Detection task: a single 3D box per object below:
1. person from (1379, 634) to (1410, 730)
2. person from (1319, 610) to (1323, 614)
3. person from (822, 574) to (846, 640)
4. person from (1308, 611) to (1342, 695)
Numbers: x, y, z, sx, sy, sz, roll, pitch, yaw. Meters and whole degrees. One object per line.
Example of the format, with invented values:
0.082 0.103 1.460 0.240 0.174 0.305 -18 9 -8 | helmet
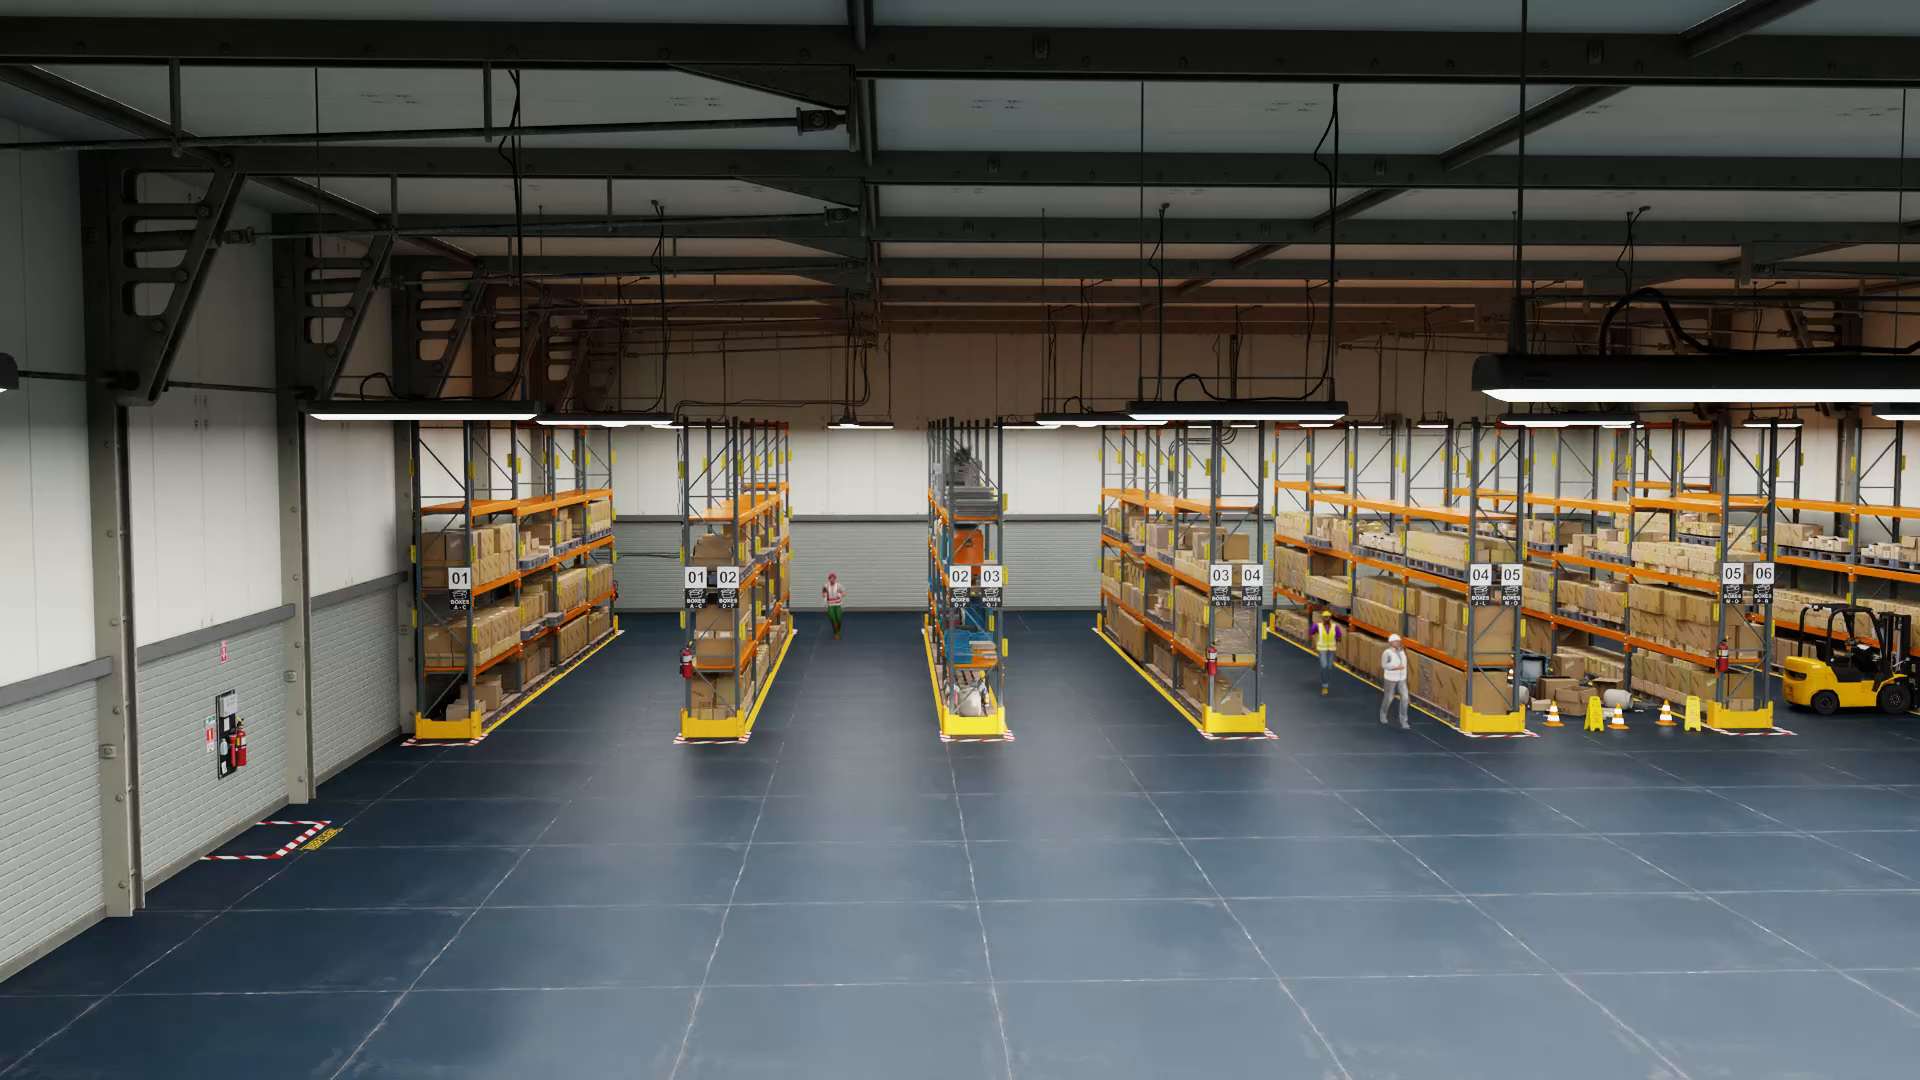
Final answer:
8.413 2.731 32.227 0.650 1.837 0.819 -1 4 -18 | person
10.862 1.641 49.222 0.765 1.845 0.644 0 4 5 | person
-3.477 1.820 45.964 0.655 1.795 0.937 0 4 -6 | person
8.030 2.458 36.463 0.678 1.820 0.739 0 4 -3 | person
